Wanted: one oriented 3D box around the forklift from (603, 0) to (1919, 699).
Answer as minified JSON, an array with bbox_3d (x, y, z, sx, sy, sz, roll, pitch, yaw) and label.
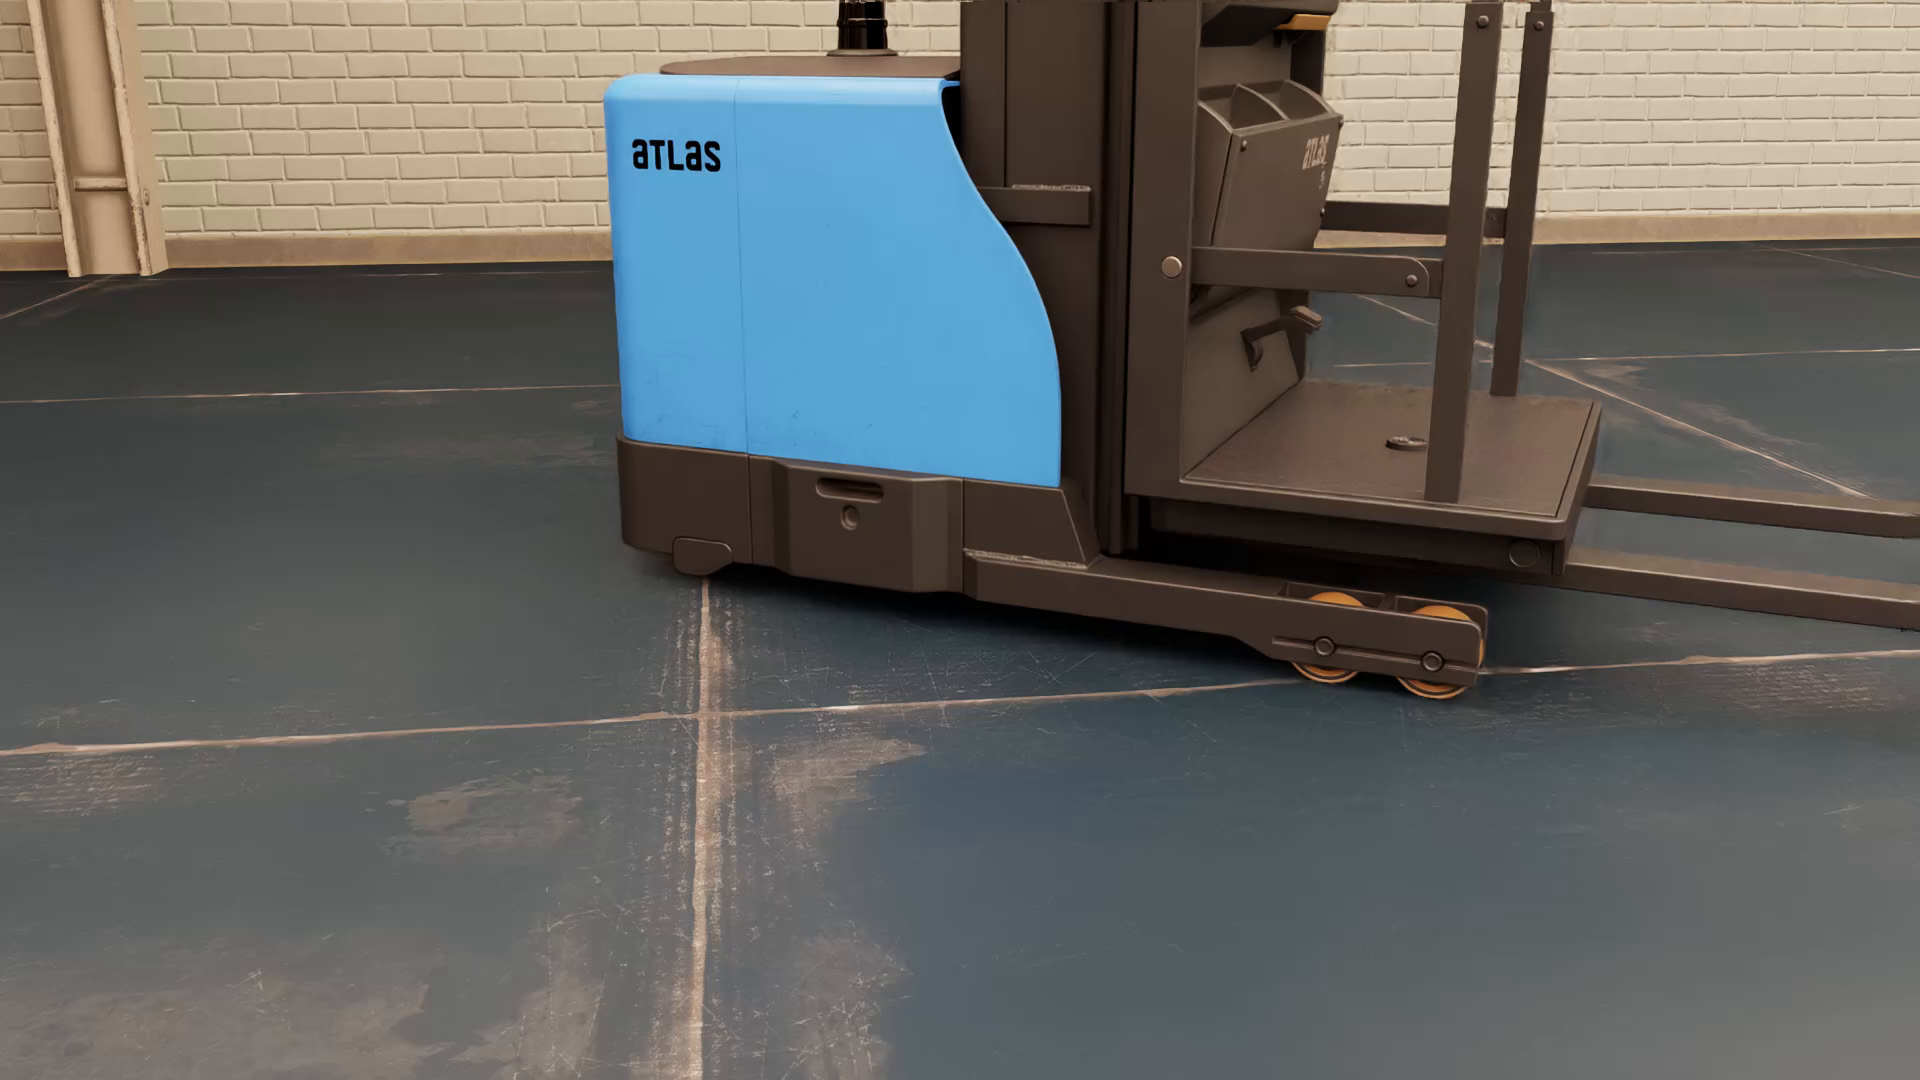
[{"bbox_3d":[0.808,-1.289,3.165,3.031,2.935,1.130,7,18,22],"label":"forklift"}]
